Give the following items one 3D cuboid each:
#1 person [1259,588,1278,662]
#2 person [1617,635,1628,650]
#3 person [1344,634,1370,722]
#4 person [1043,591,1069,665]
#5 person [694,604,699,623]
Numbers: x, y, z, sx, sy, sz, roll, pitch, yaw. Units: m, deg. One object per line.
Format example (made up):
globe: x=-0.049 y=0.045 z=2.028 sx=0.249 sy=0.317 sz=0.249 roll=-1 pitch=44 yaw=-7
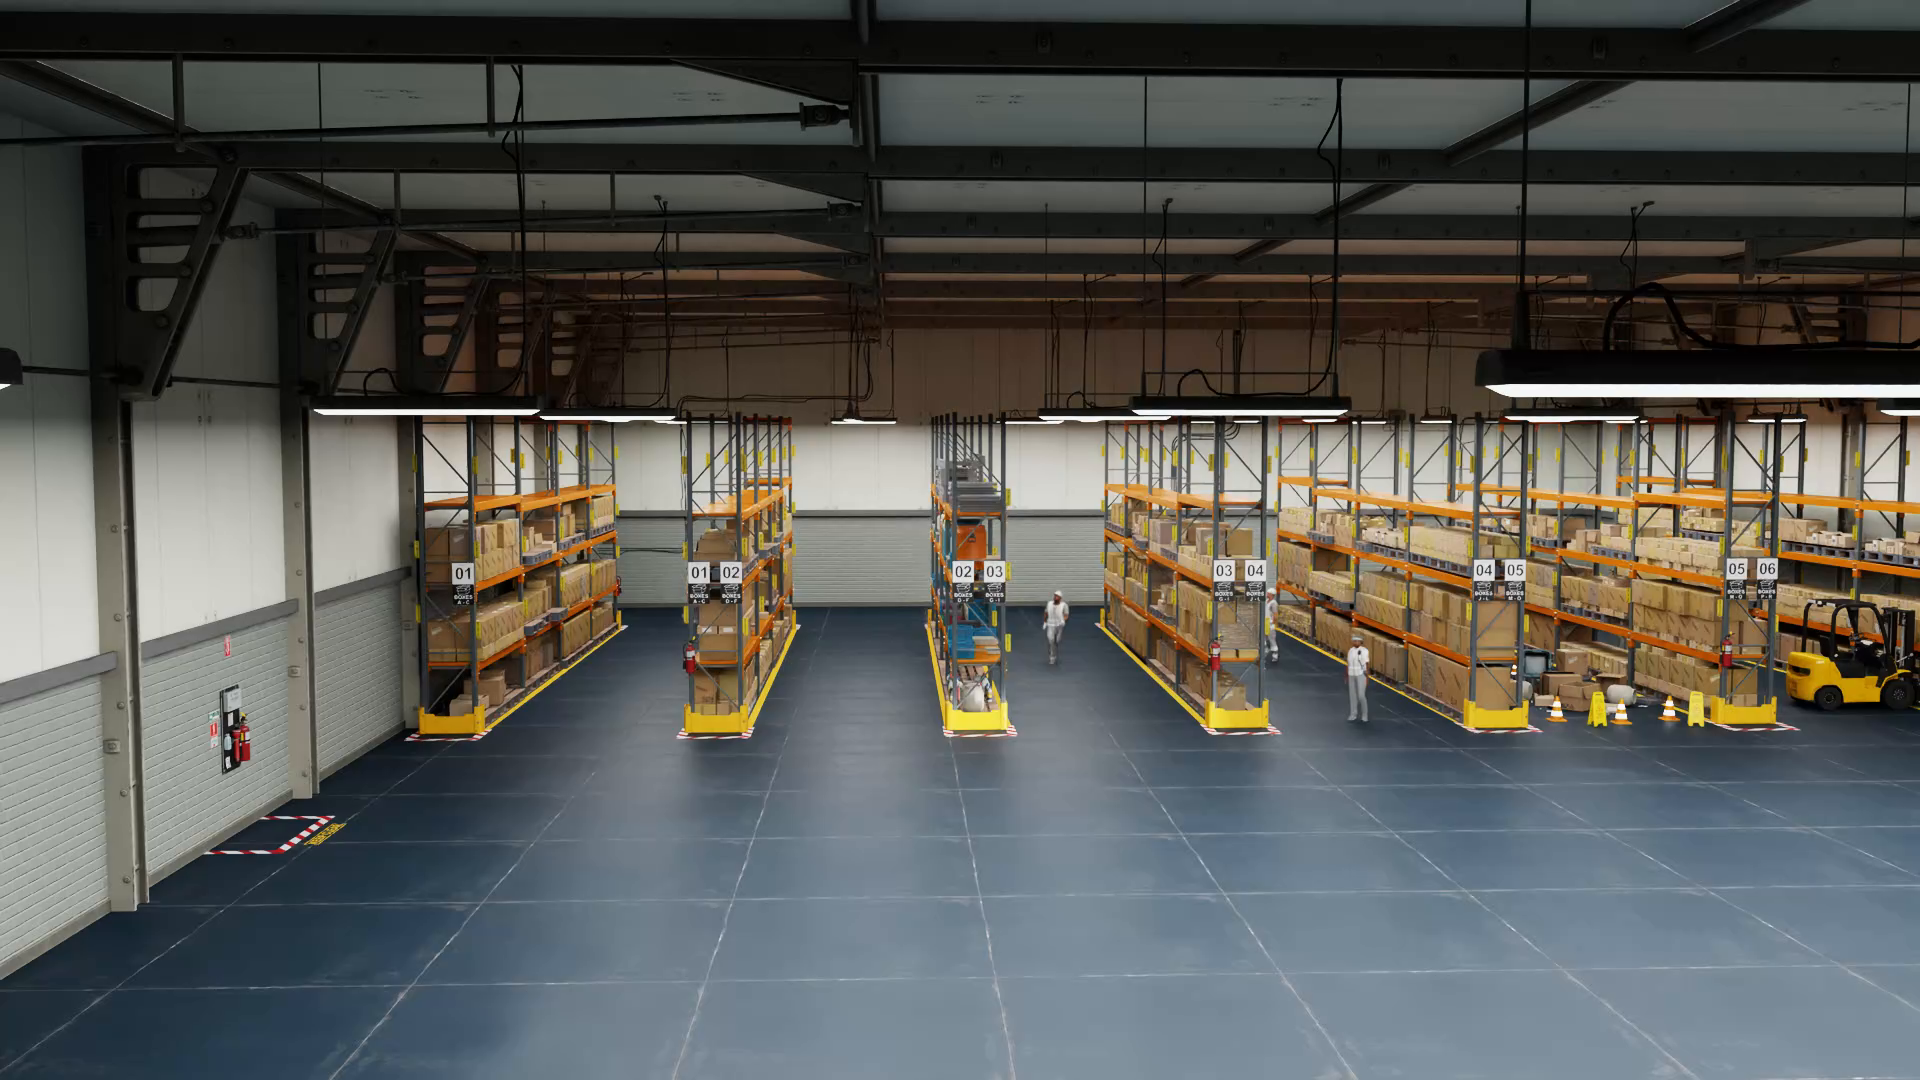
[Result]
person: x=7.524 y=2.056 z=40.593 sx=0.397 sy=1.786 sz=0.683 roll=-2 pitch=5 yaw=-31
person: x=16.587 y=2.013 z=41.659 sx=0.440 sy=1.778 sz=0.592 roll=2 pitch=5 yaw=32
person: x=7.740 y=2.678 z=32.420 sx=0.348 sy=1.708 sz=0.495 roll=-4 pitch=5 yaw=-44
person: x=2.338 y=2.133 z=40.391 sx=0.562 sy=1.802 sz=0.892 roll=0 pitch=4 yaw=-4
person: x=-7.454 y=1.606 z=48.327 sx=1.019 sy=1.607 sz=0.571 roll=0 pitch=4 yaw=-3
